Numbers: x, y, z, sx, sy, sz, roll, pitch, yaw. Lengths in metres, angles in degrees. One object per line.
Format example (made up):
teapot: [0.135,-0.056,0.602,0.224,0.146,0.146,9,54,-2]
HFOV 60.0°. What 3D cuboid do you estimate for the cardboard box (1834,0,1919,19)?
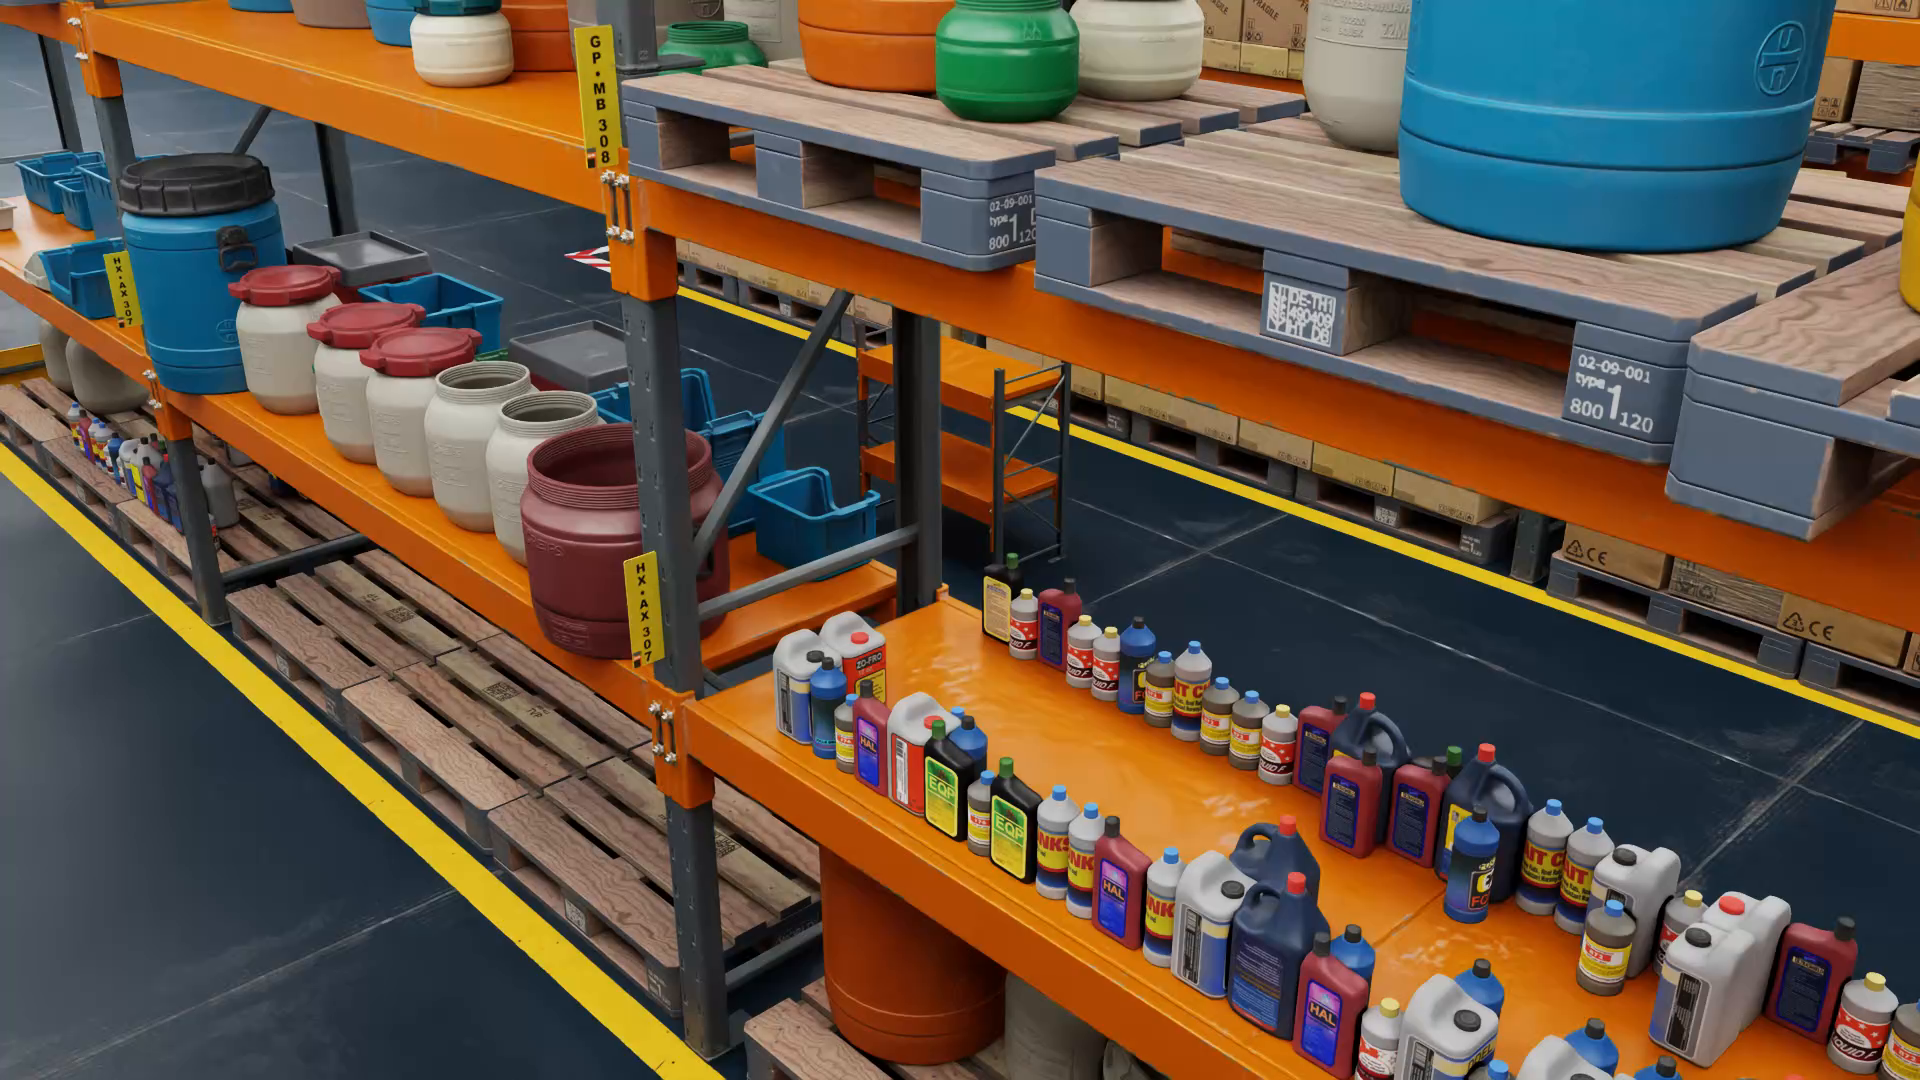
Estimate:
cardboard box: [3.829,-2.430,6.727,0.910,0.500,0.500,-21,32,-38]

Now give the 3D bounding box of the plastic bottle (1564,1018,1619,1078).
plastic bottle: [1.160,1.005,3.088,0.097,0.271,0.097,0,25,0]

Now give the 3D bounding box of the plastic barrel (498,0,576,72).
plastic barrel: [-1.310,-1.961,5.303,0.600,0.830,0.708,-21,32,-38]

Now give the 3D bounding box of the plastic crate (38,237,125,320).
plastic crate: [-4.149,-1.295,8.154,0.499,0.251,0.616,-21,32,-38]

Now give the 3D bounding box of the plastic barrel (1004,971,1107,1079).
plastic barrel: [0.337,1.337,4.696,0.421,0.512,0.421,0,25,0]

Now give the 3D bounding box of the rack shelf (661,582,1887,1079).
rack shelf: [0.906,1.041,3.721,1.077,0.370,4.000,-21,32,-38]

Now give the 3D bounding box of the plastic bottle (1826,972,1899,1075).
plastic bottle: [1.793,0.949,3.296,0.097,0.201,0.097,0,25,0]

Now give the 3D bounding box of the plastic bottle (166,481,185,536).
plastic bottle: [-3.845,-0.213,8.264,0.144,0.351,0.185,-22,33,-40]

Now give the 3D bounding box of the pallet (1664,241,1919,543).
pallet: [1.666,-0.169,2.120,1.213,0.211,1.003,-21,32,-38]

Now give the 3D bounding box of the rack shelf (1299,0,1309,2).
rack shelf: [1.791,-2.940,8.833,1.077,0.370,4.000,-21,32,-38]

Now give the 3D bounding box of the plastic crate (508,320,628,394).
plastic crate: [-1.342,-0.498,6.151,0.402,0.464,0.583,-21,32,-38]

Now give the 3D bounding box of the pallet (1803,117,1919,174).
pallet: [6.206,-2.801,11.508,1.213,0.211,1.003,-21,32,-38]

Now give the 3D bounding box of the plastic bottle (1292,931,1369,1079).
plastic bottle: [0.732,0.913,3.275,0.061,0.283,0.133,-21,32,-38]

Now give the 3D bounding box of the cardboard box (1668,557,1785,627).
cardboard box: [3.622,0.017,7.581,0.500,0.500,0.500,22,33,40]

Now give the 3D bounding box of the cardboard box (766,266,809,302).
cardboard box: [-1.082,-1.980,12.283,0.500,0.250,0.500,-21,32,-38]

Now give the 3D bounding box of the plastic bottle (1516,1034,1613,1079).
plastic bottle: [1.082,1.044,2.997,0.152,0.276,0.135,-21,32,-38]

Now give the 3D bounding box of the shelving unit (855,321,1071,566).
shelving unit: [0.005,-0.510,8.512,0.538,1.125,1.048,-21,32,-38]

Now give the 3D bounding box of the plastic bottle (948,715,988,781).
plastic bottle: [0.019,0.555,4.075,0.097,0.271,0.097,0,25,0]

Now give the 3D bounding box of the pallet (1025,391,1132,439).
pallet: [0.956,-1.028,10.748,1.003,0.211,1.213,-21,32,-38]

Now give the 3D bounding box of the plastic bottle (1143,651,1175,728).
plastic bottle: [0.550,0.398,4.503,0.097,0.201,0.097,0,25,0]

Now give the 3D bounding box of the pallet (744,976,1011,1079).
pallet: [0.109,1.603,4.981,1.003,0.211,1.213,-21,32,-38]

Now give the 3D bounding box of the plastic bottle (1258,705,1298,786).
plastic bottle: [0.816,0.516,4.244,0.097,0.201,0.097,0,25,0]

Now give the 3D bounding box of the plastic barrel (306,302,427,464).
plastic barrel: [-2.199,-0.592,6.270,0.433,0.535,0.433,0,25,0]

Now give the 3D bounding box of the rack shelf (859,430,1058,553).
rack shelf: [0.005,-0.287,8.614,0.538,0.278,1.000,-21,32,-38]

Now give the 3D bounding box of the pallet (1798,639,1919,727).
pallet: [4.470,0.579,7.228,1.003,0.211,1.213,-21,32,-38]

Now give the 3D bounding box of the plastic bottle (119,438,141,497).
plastic bottle: [-4.305,-0.385,8.732,0.152,0.276,0.135,-21,32,-38]

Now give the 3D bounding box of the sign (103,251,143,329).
sign: [-3.604,-1.078,7.165,0.100,0.325,0.005,-21,32,-38]

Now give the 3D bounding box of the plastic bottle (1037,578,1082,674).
plastic bottle: [0.285,0.232,4.768,0.061,0.283,0.133,-21,32,-38]

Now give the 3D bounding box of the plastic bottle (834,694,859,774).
plastic bottle: [-0.275,0.493,4.295,0.097,0.201,0.097,0,25,0]

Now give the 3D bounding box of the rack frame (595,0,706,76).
rack frame: [-0.461,-2.622,3.655,1.000,3.000,0.127,-21,32,-38]

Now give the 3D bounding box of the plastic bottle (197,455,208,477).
plastic bottle: [-3.885,-0.286,8.516,0.152,0.276,0.135,-21,32,-38]

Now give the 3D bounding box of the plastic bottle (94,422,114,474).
plastic bottle: [-4.614,-0.503,8.996,0.097,0.271,0.097,0,25,0]

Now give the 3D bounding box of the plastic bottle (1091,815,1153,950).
plastic bottle: [0.356,0.746,3.640,0.061,0.283,0.133,-21,32,-38]

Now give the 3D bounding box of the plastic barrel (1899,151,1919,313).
plastic barrel: [1.501,-0.541,1.975,0.600,0.588,0.600,0,25,0]

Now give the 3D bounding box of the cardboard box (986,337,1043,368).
cardboard box: [0.519,-1.256,10.696,0.500,0.250,0.500,-22,33,-40]

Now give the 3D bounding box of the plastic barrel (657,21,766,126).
plastic barrel: [-0.667,-1.247,4.442,0.294,0.245,0.294,0,25,0]

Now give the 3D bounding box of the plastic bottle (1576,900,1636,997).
plastic bottle: [1.365,0.852,3.508,0.097,0.201,0.097,0,25,0]

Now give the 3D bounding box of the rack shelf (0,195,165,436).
rack shelf: [-4.561,-1.383,9.034,1.077,0.370,4.000,-21,32,-38]

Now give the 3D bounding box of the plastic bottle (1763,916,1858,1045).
plastic bottle: [1.727,0.871,3.367,0.061,0.283,0.133,-21,32,-38]

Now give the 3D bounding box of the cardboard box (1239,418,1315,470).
cardboard box: [1.924,-0.635,9.335,0.500,0.250,0.500,-20,31,-37]

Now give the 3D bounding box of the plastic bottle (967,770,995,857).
plastic bottle: [0.066,0.644,3.963,0.097,0.201,0.097,0,25,0]

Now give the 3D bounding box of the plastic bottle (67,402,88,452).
plastic bottle: [-4.917,-0.637,9.290,0.097,0.271,0.097,0,25,0]

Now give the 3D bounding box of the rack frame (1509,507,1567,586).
rack frame: [3.158,-1.297,7.978,1.000,3.000,0.127,-21,32,-38]

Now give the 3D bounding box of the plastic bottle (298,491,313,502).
plastic bottle: [-3.411,-0.349,8.645,0.061,0.283,0.133,-21,32,-38]

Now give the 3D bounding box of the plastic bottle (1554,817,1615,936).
plastic bottle: [1.385,0.736,3.678,0.097,0.271,0.097,0,25,0]

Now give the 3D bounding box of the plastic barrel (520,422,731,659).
plastic barrel: [-0.999,-0.009,4.992,0.600,0.536,0.708,-21,32,-38]

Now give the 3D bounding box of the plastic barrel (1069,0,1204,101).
plastic barrel: [0.379,-1.102,3.598,0.301,0.262,0.301,0,25,0]

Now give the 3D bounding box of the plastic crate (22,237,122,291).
plastic crate: [-4.489,-1.405,8.532,0.530,0.136,0.437,-21,32,-38]

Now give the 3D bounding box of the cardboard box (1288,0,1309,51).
cardboard box: [3.143,-4.402,14.038,0.500,0.500,0.500,-21,32,-39]

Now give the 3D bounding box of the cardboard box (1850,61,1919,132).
cardboard box: [6.443,-3.088,11.255,0.500,0.500,0.700,19,31,36]
